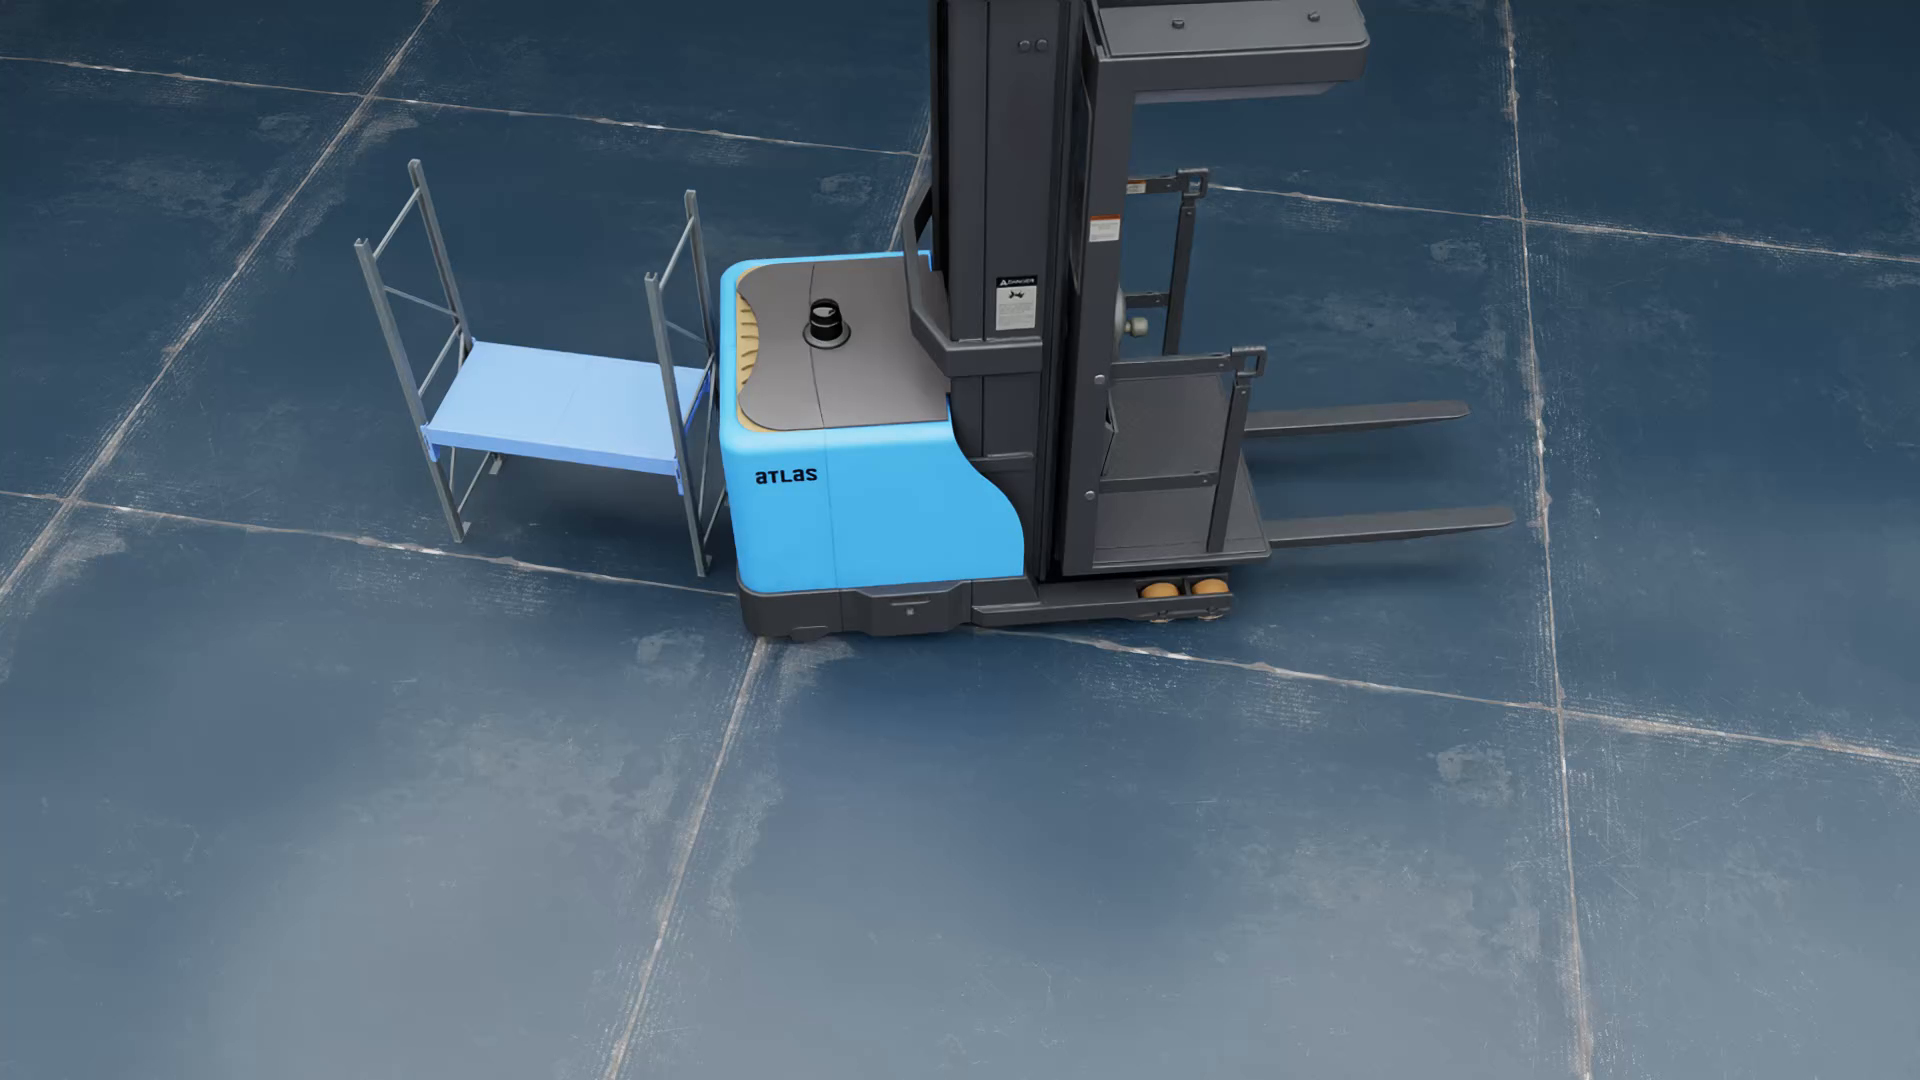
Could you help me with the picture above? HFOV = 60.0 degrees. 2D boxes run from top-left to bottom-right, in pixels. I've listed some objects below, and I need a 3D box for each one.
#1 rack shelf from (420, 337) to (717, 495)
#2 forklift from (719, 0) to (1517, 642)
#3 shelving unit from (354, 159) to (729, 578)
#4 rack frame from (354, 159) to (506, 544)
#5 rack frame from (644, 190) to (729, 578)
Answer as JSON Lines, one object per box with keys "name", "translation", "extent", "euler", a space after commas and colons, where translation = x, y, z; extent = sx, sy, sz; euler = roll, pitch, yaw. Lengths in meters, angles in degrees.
{"name": "rack shelf", "translation": [-1.481, -0.484, 6.390], "extent": [1.000, 0.185, 0.538], "euler": [8, 49, 7]}
{"name": "forklift", "translation": [0.639, -1.051, 5.695], "extent": [3.031, 2.935, 1.130], "euler": [-4, 48, -4]}
{"name": "shelving unit", "translation": [-1.481, -0.604, 6.257], "extent": [1.048, 1.500, 0.538], "euler": [8, 49, 7]}
{"name": "rack frame", "translation": [-1.981, -0.671, 6.317], "extent": [0.032, 1.500, 0.500], "euler": [8, 49, 7]}
{"name": "rack frame", "translation": [-0.981, -0.537, 6.196], "extent": [0.032, 1.500, 0.500], "euler": [8, 49, 7]}
